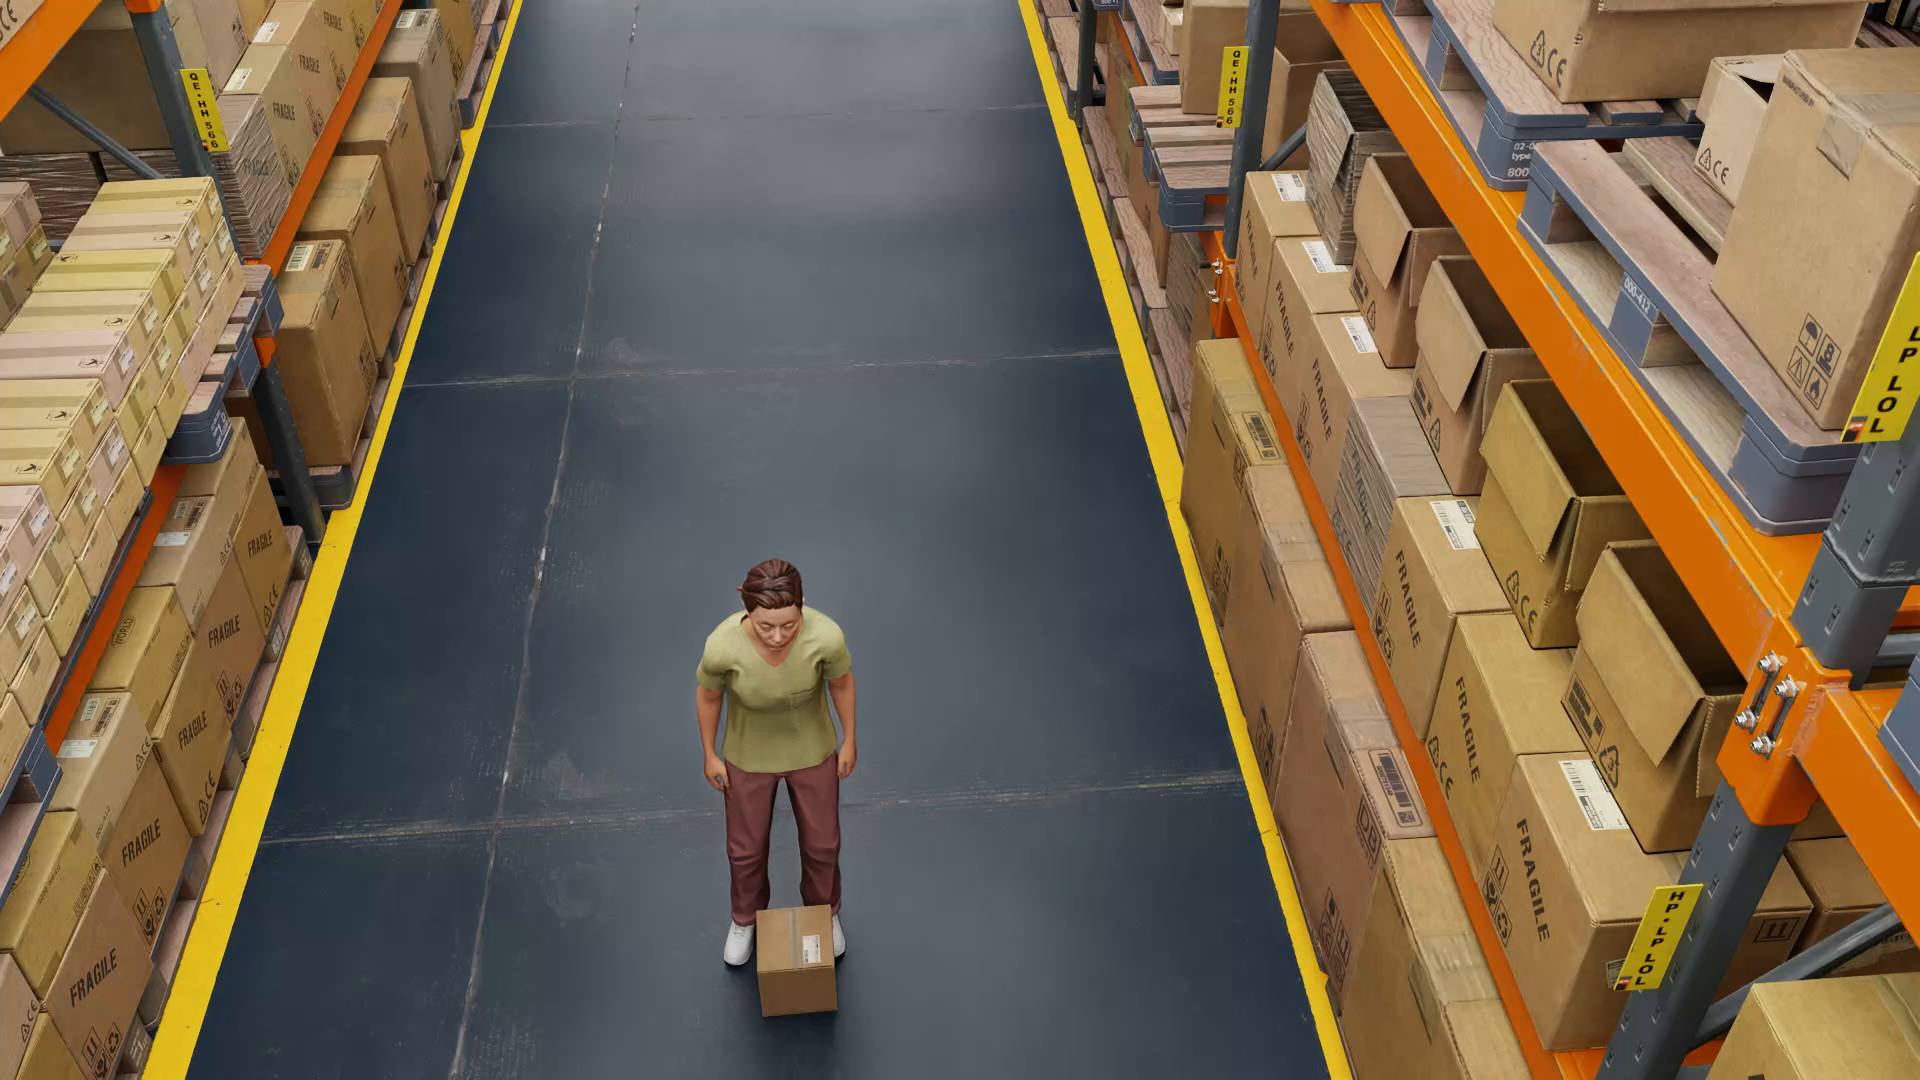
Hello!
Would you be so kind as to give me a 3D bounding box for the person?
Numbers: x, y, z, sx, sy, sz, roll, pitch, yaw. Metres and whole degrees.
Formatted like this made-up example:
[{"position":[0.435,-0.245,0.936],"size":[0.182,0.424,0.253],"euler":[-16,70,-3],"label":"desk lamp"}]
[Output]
[{"position":[-0.572,0.700,5.300],"size":[0.512,1.671,0.368],"euler":[-5,40,-6],"label":"person"}]
